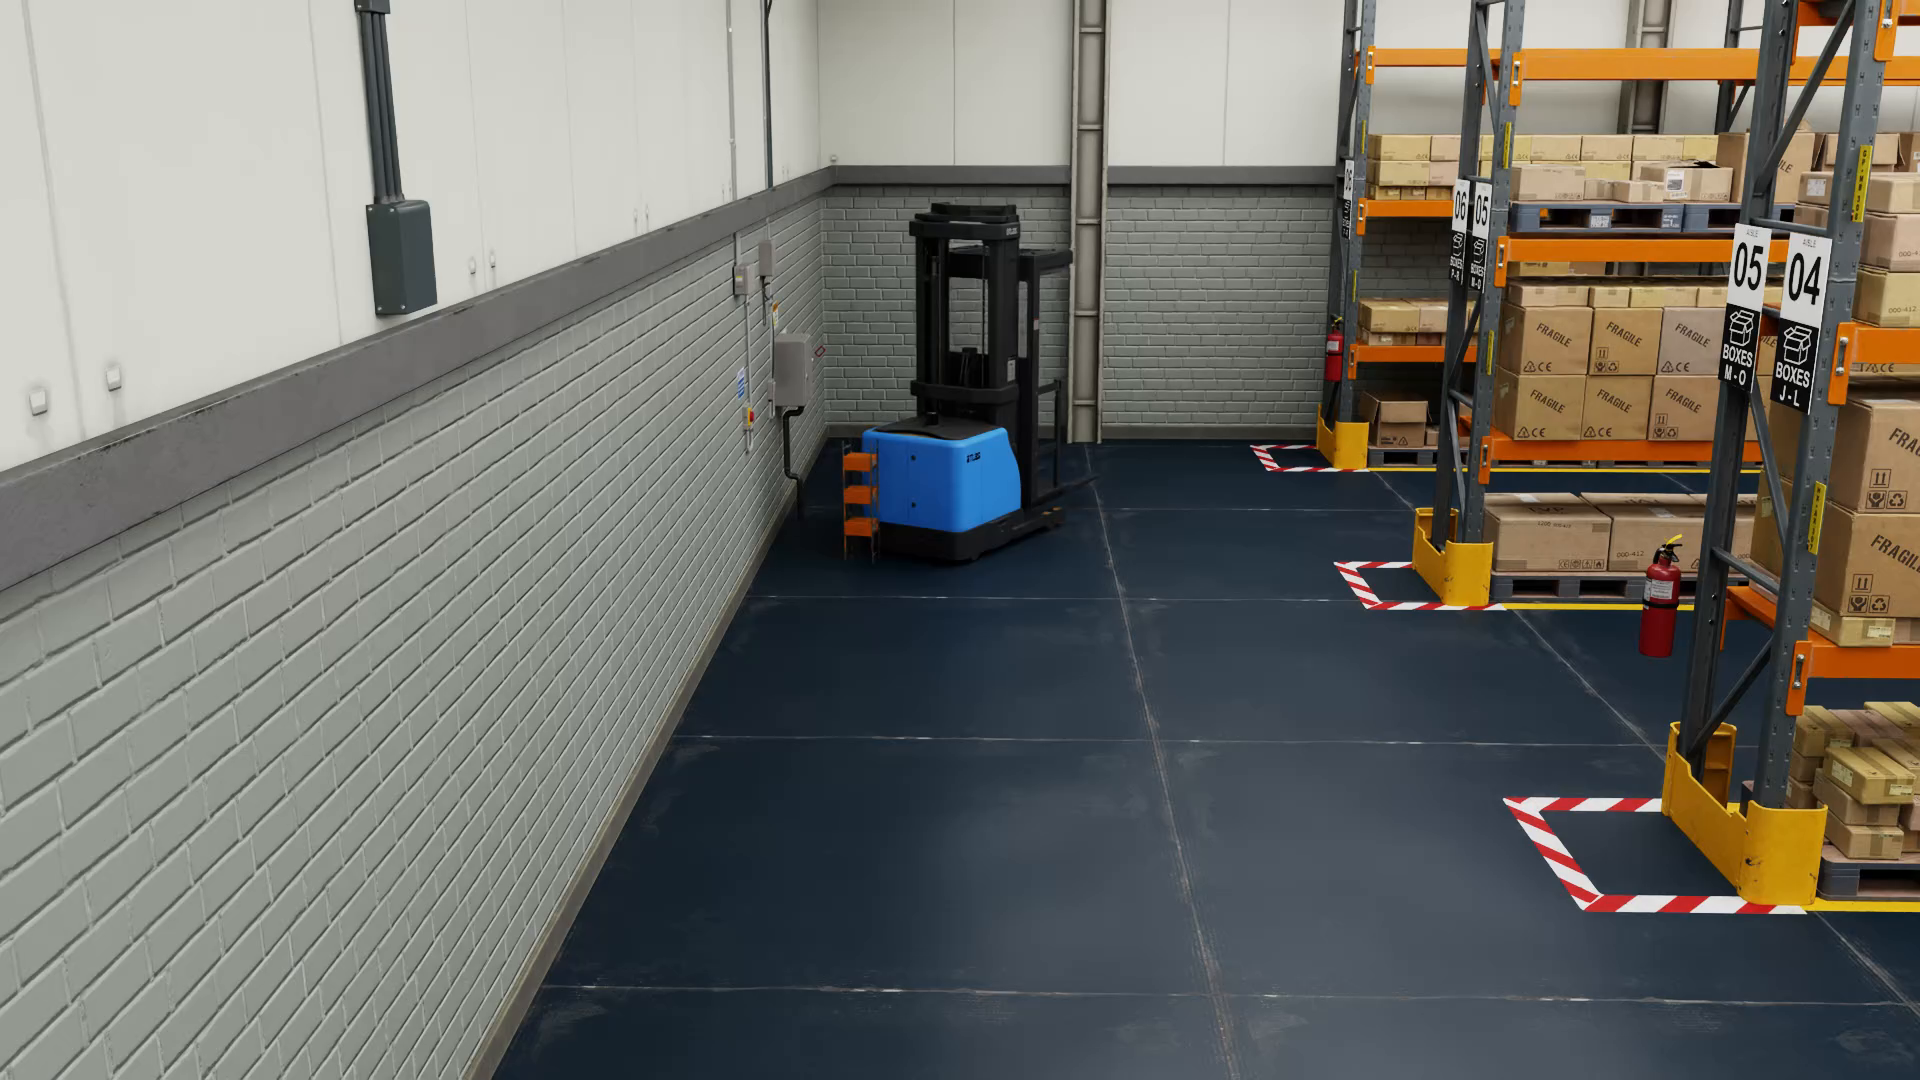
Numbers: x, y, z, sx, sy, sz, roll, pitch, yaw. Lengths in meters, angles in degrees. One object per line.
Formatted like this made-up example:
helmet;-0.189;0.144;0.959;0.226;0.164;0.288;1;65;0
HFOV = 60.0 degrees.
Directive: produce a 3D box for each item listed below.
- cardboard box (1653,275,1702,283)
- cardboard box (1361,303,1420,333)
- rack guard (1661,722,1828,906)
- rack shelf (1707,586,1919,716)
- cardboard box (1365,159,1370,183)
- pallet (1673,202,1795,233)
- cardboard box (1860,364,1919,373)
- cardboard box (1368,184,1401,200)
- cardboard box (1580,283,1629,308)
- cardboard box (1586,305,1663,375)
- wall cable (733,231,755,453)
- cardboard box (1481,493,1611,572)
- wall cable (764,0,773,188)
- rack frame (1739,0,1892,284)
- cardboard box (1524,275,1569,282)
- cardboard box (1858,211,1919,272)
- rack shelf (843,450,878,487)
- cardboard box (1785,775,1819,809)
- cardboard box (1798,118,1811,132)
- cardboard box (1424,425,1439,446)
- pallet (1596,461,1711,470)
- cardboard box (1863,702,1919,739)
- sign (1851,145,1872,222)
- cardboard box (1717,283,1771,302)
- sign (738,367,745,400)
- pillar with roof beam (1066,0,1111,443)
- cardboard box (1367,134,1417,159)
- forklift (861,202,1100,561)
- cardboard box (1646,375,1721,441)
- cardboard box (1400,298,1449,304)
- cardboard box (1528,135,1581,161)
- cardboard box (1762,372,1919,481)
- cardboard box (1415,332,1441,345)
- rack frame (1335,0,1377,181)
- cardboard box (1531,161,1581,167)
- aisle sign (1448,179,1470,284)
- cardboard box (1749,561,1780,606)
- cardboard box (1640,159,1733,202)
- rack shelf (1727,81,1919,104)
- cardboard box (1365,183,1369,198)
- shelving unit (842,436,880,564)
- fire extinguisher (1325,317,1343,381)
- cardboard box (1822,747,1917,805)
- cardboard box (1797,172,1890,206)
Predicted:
cardboard box;5.616;-1.984;13.052;0.250;0.149;0.380;1;15;3
cardboard box;4.545;-2.350;17.577;0.500;0.250;0.500;0;15;2
rack guard;4.026;1.388;8.599;0.348;0.500;1.175;0;15;1
rack shelf;5.949;0.540;8.324;4.000;0.370;1.077;0;15;1
cardboard box;4.550;-3.938;17.718;0.500;0.250;0.500;0;15;0
pallet;5.940;-2.482;12.662;1.213;0.211;1.003;0;15;1
cardboard box;6.988;-1.528;12.595;0.500;0.500;0.500;0;15;1
cardboard box;4.411;-3.618;17.284;0.250;0.149;0.380;1;15;3
cardboard box;4.844;-1.842;12.515;0.250;0.149;0.380;1;15;3
cardboard box;4.965;-1.539;12.636;0.500;0.500;0.500;0;15;0
wall cable;-1.662;-1.621;13.052;0.123;1.953;0.585;0;15;1
cardboard box;4.638;-0.070;13.423;0.875;0.438;0.875;0;15;0
wall cable;-1.587;-4.870;15.586;0.133;3.039;2.988;0;15;1
rack frame;3.950;-2.722;7.517;0.127;3.000;1.000;0;15;1
cardboard box;4.594;-1.983;13.048;0.250;0.149;0.380;1;15;2
cardboard box;4.392;-1.372;7.593;0.500;0.250;0.500;1;15;2
rack shelf;-0.834;-0.603;13.996;0.240;0.259;0.215;4;15;15
cardboard box;4.482;1.305;8.781;0.250;0.149;0.380;1;15;2
cardboard box;8.670;-4.271;17.345;0.258;0.266;0.396;0;15;1
cardboard box;5.131;-1.134;18.023;0.250;0.149;0.380;0;15;-1
pallet;7.411;-0.980;18.142;1.213;0.211;1.003;0;15;1
cardboard box;4.998;0.991;8.803;0.250;0.149;0.380;0;15;0
sign;3.936;-1.556;7.263;0.005;0.325;0.100;0;15;1
cardboard box;5.872;-1.836;12.491;0.250;0.149;0.380;0;15;0
sign;-1.724;-1.234;13.106;0.001;0.218;0.327;0;15;1
pillar with roof beam;1.316;-4.400;13.879;0.400;9.000;9.100;0;15;1
cardboard box;4.550;-4.182;17.661;0.500;0.250;0.500;0;15;0
forklift;0.328;-1.567;15.034;1.130;2.935;3.031;9;17;30
cardboard box;5.462;-1.052;12.752;0.500;0.500;0.500;0;15;1
cardboard box;5.081;-2.482;18.080;0.500;0.250;0.500;0;15;2
cardboard box;6.056;-4.038;17.116;0.500;0.250;0.500;1;15;3
cardboard box;4.414;-0.557;8.333;0.500;0.500;0.500;0;15;0
cardboard box;4.939;-2.174;17.692;0.250;0.149;0.380;0;15;1
rack frame;4.098;-5.251;17.102;0.127;3.000;1.000;0;15;1
cardboard box;6.073;-3.797;17.183;0.500;0.250;0.500;0;15;1
aisle sign;3.911;-2.421;13.039;0.004;0.787;0.394;0;15;1
cardboard box;4.283;0.230;8.579;0.250;0.149;0.380;0;15;1
cardboard box;5.471;-2.720;12.546;0.500;0.311;0.500;1;15;2
rack shelf;10.097;-4.670;17.097;4.000;0.370;1.077;0;15;1
cardboard box;4.424;-3.736;17.732;0.250;0.149;0.380;1;15;3
shelving unit;-0.834;-0.339;14.066;0.252;1.050;0.215;4;15;15
fire extinguisher;3.940;-2.015;17.482;0.183;0.674;0.296;0;15;1
cardboard box;4.465;1.157;8.175;0.250;0.149;0.380;0;15;-1
cardboard box;4.290;-1.706;8.080;0.250;0.149;0.380;0;15;1
